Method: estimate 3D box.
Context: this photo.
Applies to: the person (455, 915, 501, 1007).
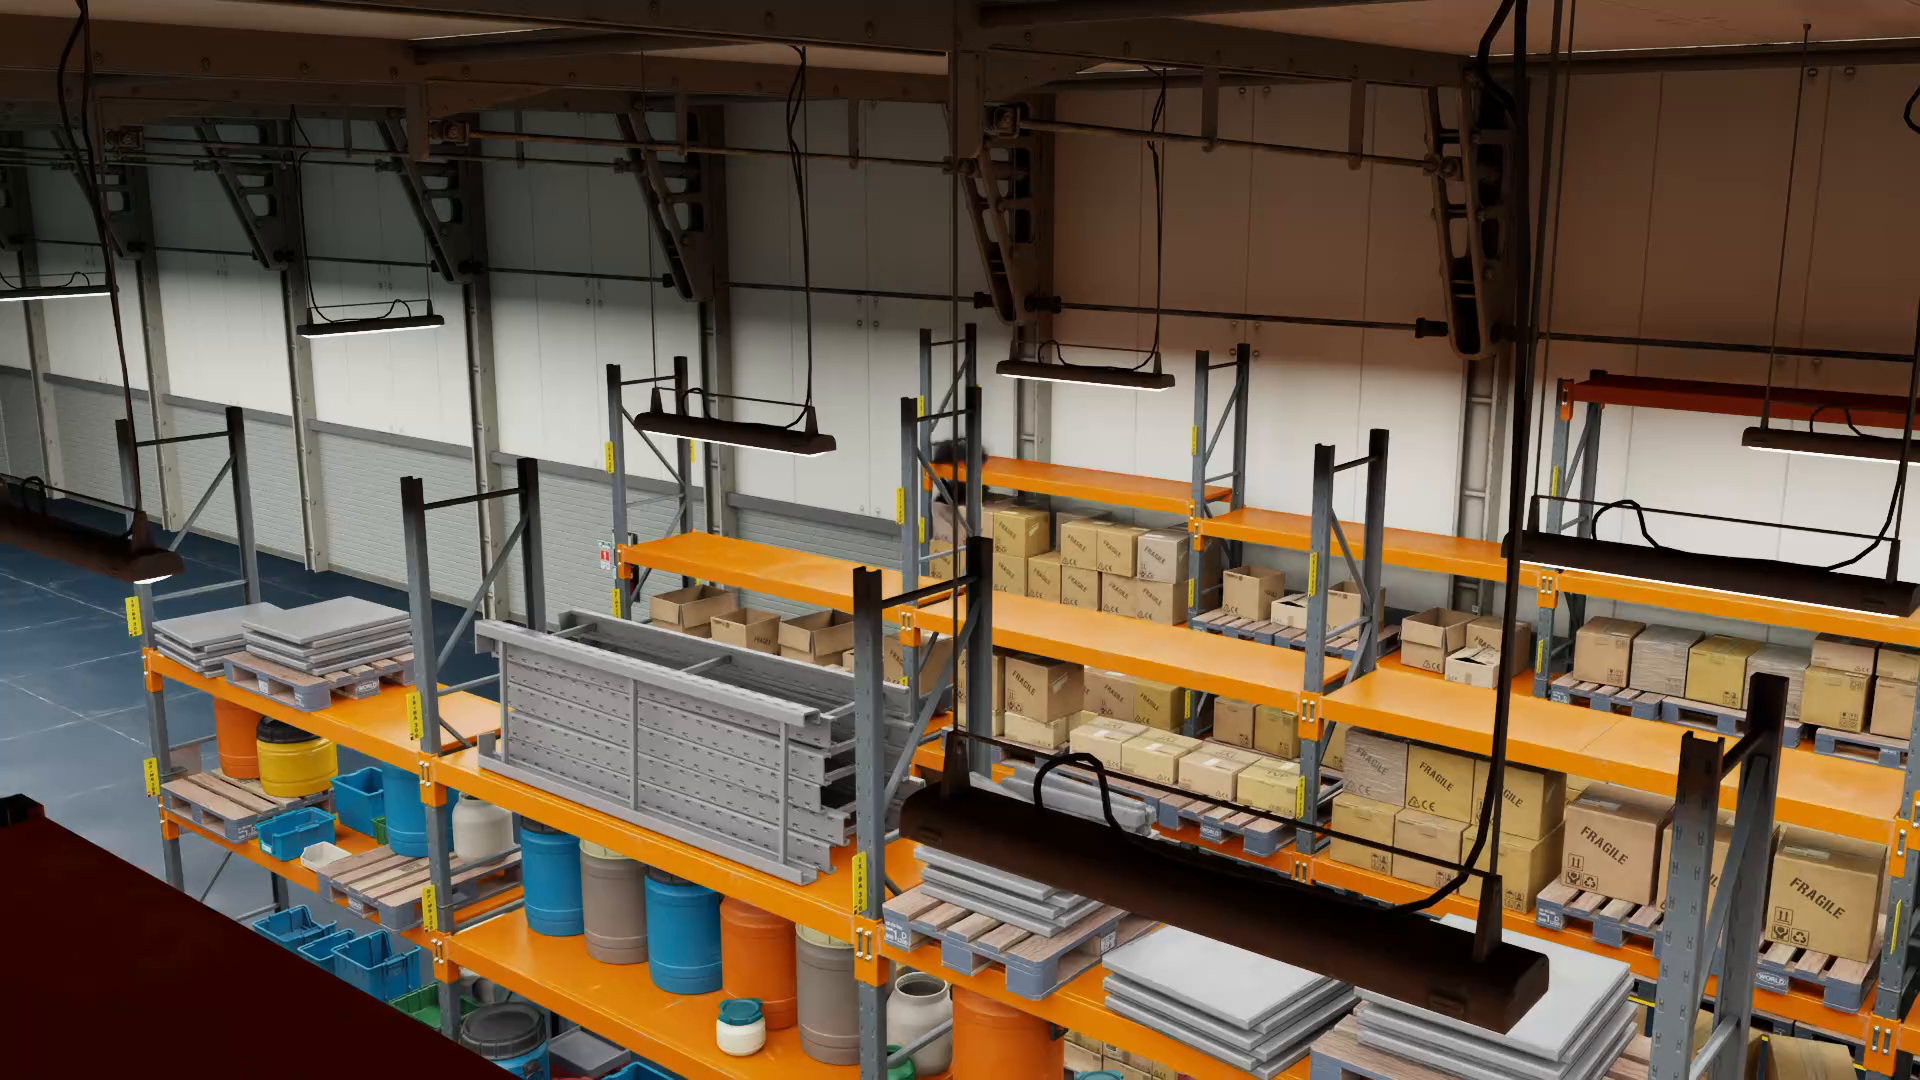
[{"bbox_3d":[-4.389,3.886,14.999,0.739,1.822,0.678,9,16,36],"label":"person"}]
